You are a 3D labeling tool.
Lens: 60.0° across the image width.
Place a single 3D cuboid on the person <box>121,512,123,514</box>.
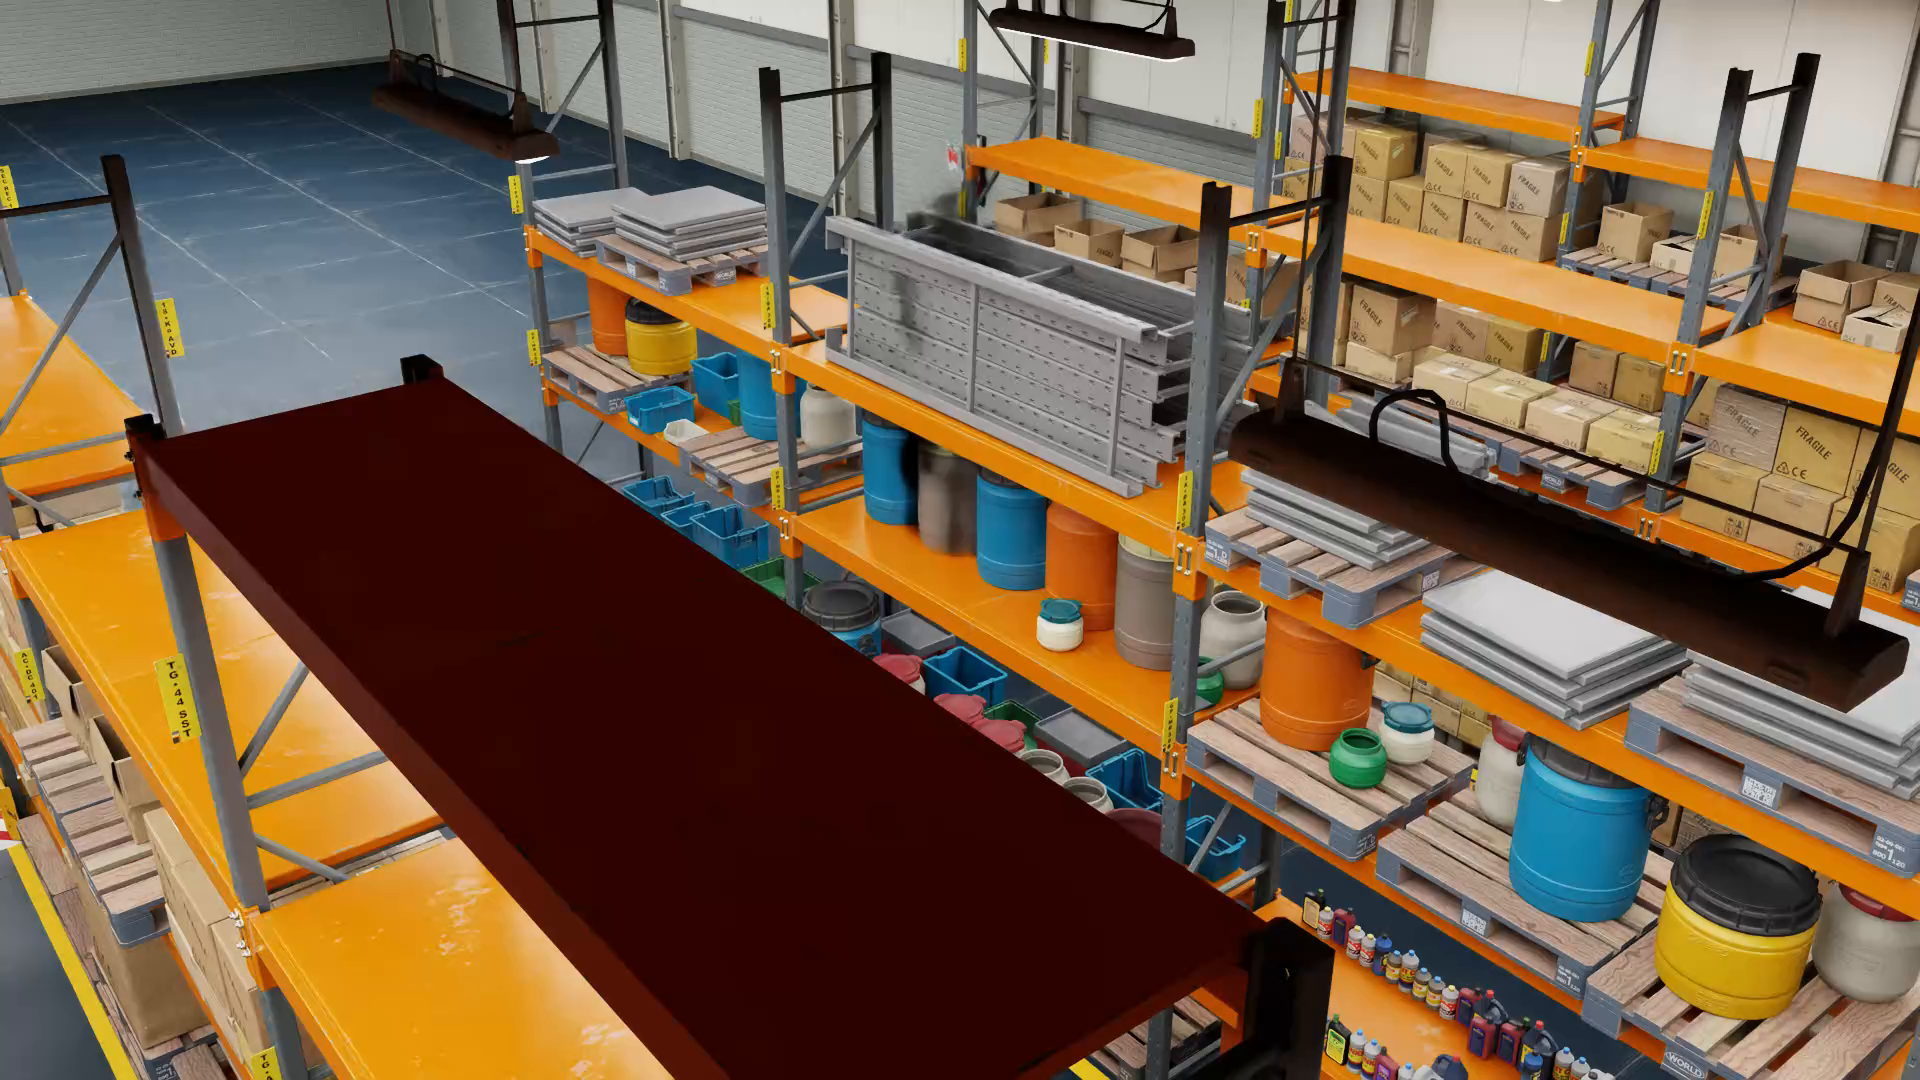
[{"bbox_3d":[-9.533,-0.802,17.836,0.976,1.782,0.658,-6,27,-13],"label":"person"}]
